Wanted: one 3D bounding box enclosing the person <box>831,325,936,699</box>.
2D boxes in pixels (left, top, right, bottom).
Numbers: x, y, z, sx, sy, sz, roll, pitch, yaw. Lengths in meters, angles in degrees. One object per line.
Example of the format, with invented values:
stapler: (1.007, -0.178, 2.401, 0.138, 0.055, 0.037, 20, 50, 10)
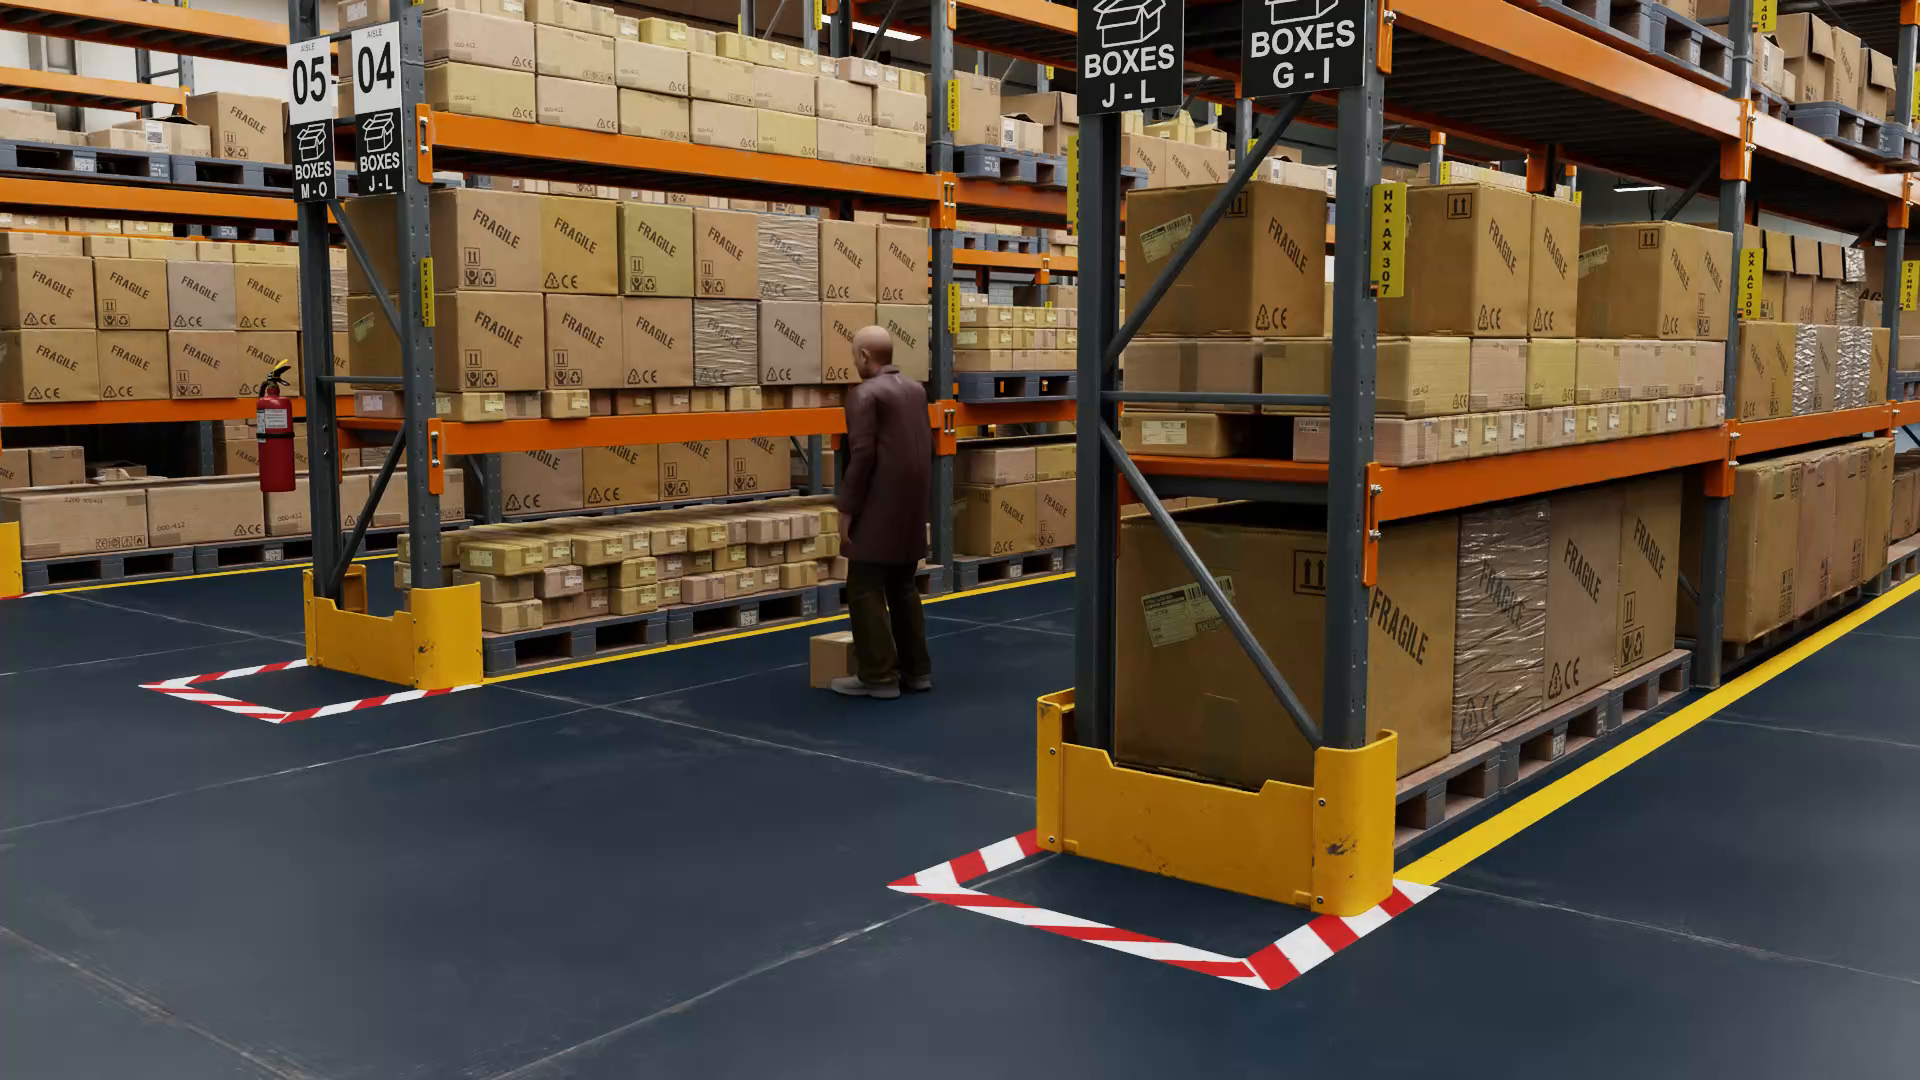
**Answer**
person: (-0.366, -0.139, 8.005, 0.427, 1.773, 0.628, 5, 8, 36)
